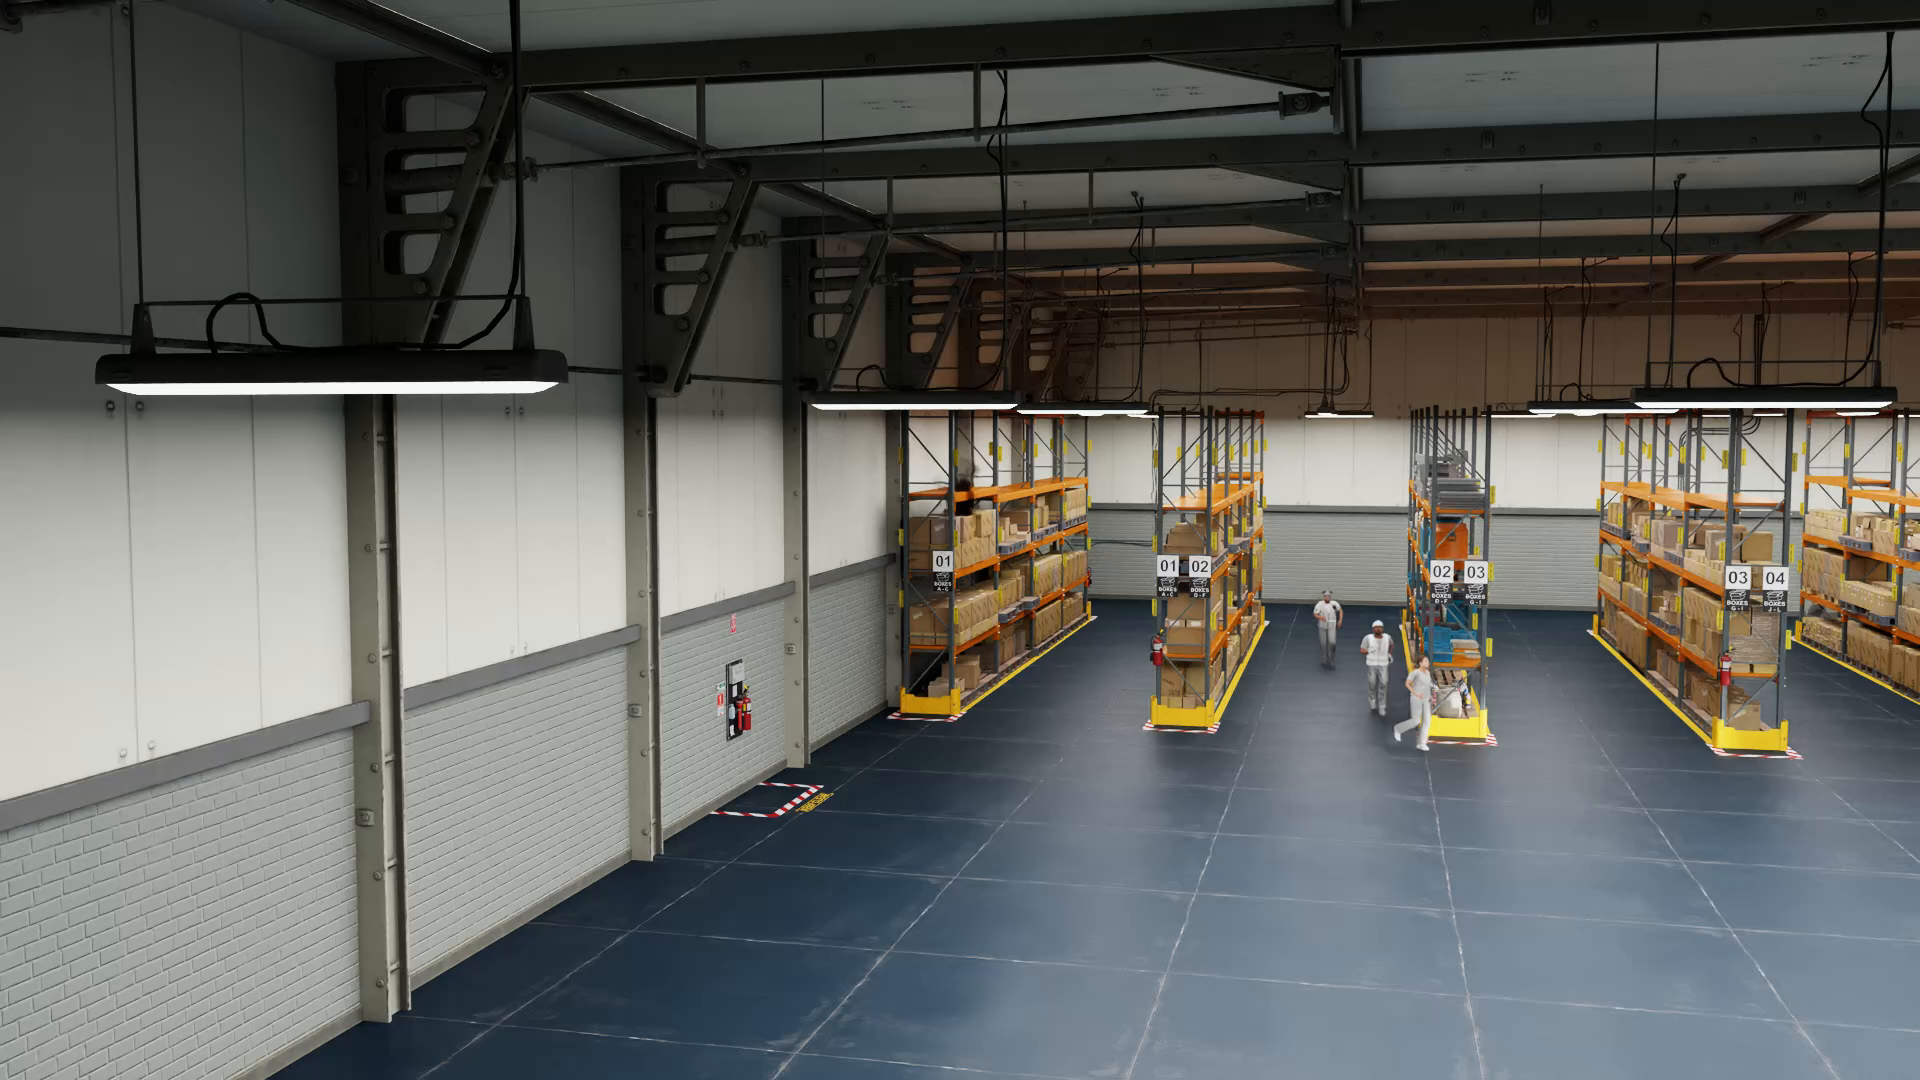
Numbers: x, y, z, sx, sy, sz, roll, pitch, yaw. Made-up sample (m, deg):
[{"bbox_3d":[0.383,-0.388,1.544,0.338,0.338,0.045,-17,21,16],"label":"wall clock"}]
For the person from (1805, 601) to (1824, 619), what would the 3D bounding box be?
[{"bbox_3d":[22.916,1.679,44.449,0.575,1.743,0.734,3,5,31],"label":"person"}]

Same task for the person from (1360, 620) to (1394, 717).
[{"bbox_3d":[8.162,2.480,32.518,0.664,1.823,0.824,1,4,9],"label":"person"}]

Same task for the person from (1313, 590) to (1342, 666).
[{"bbox_3d":[8.607,2.073,38.896,0.677,1.847,0.741,1,4,9],"label":"person"}]

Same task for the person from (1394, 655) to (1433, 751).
[{"bbox_3d":[8.074,2.819,29.139,0.622,1.616,0.831,-2,5,-31],"label":"person"}]
